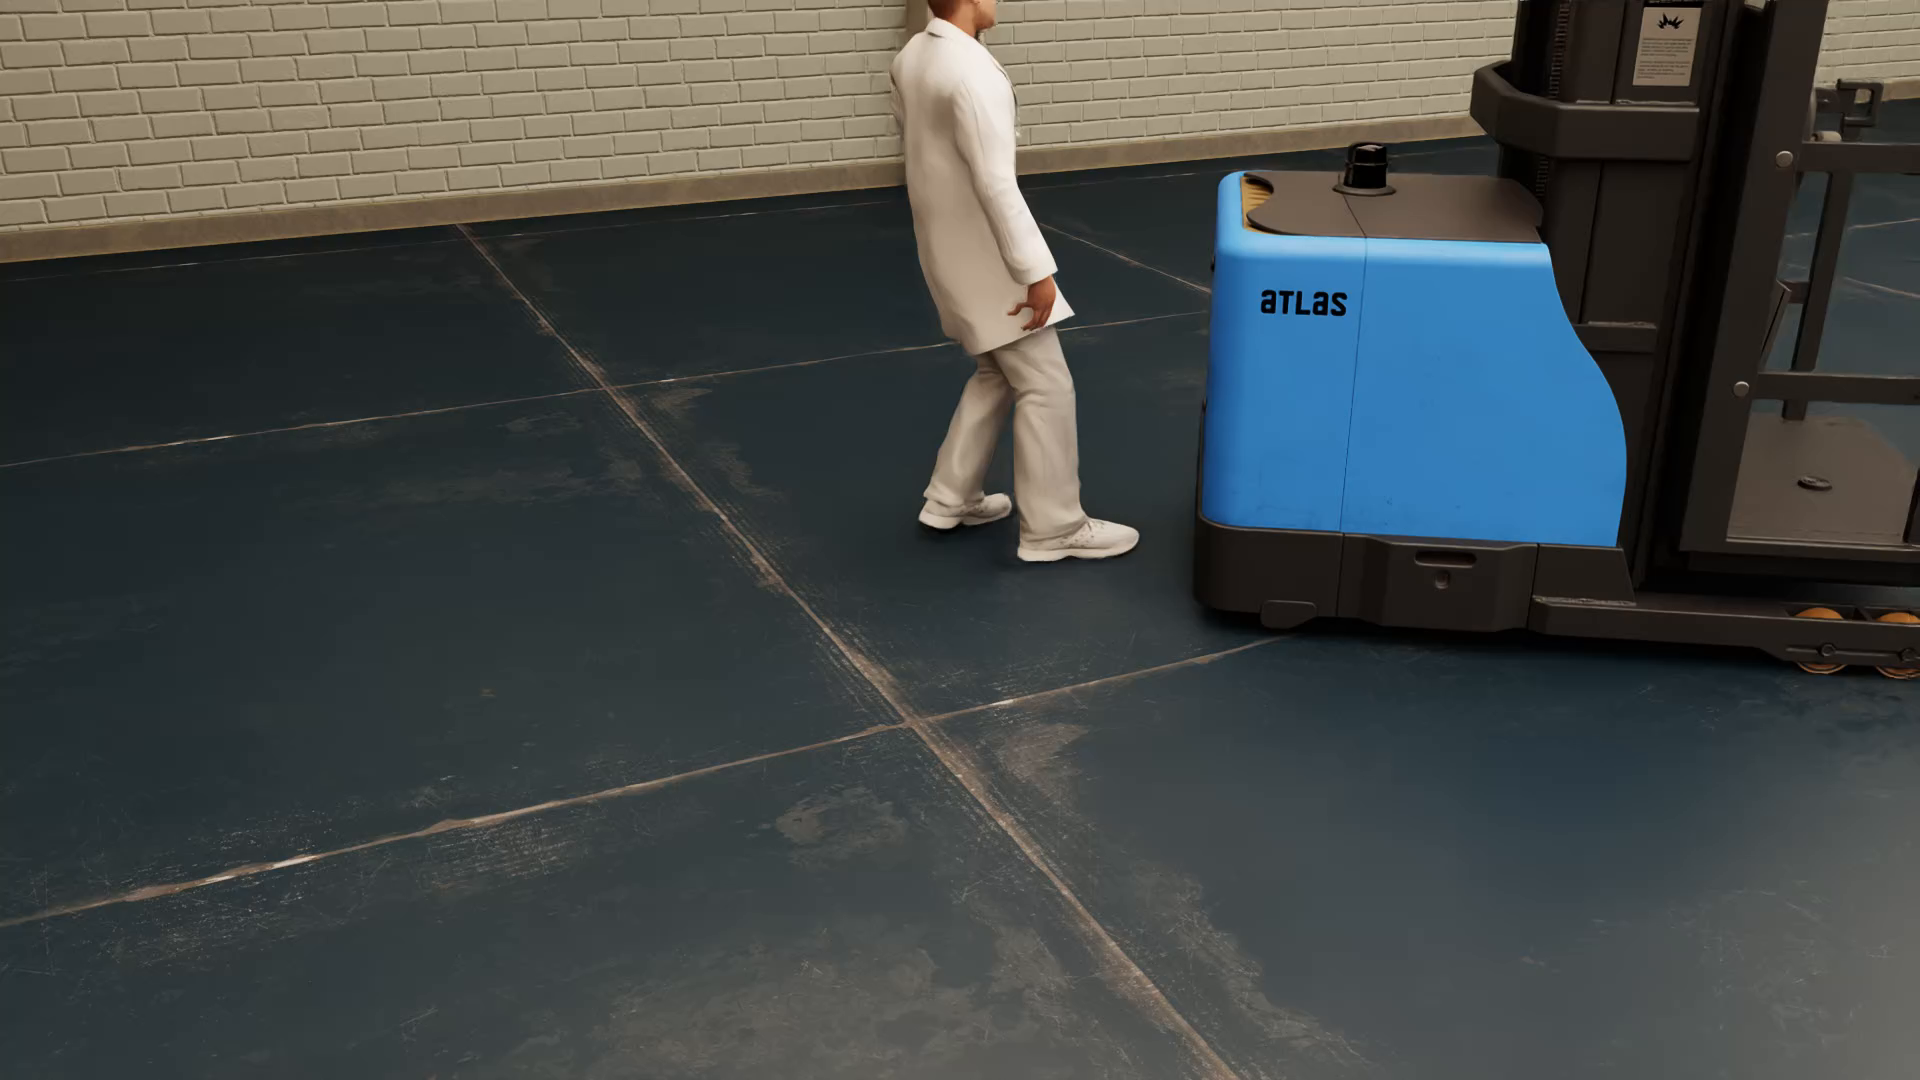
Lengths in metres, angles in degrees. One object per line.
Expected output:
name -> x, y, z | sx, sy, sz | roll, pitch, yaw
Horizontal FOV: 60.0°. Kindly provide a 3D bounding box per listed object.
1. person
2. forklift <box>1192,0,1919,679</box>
person -> 0.158, -0.834, 4.878 | 0.609, 1.753, 0.767 | -8, 24, -18
forklift -> 2.198, -1.216, 4.214 | 3.031, 2.935, 1.130 | 3, 23, 8
